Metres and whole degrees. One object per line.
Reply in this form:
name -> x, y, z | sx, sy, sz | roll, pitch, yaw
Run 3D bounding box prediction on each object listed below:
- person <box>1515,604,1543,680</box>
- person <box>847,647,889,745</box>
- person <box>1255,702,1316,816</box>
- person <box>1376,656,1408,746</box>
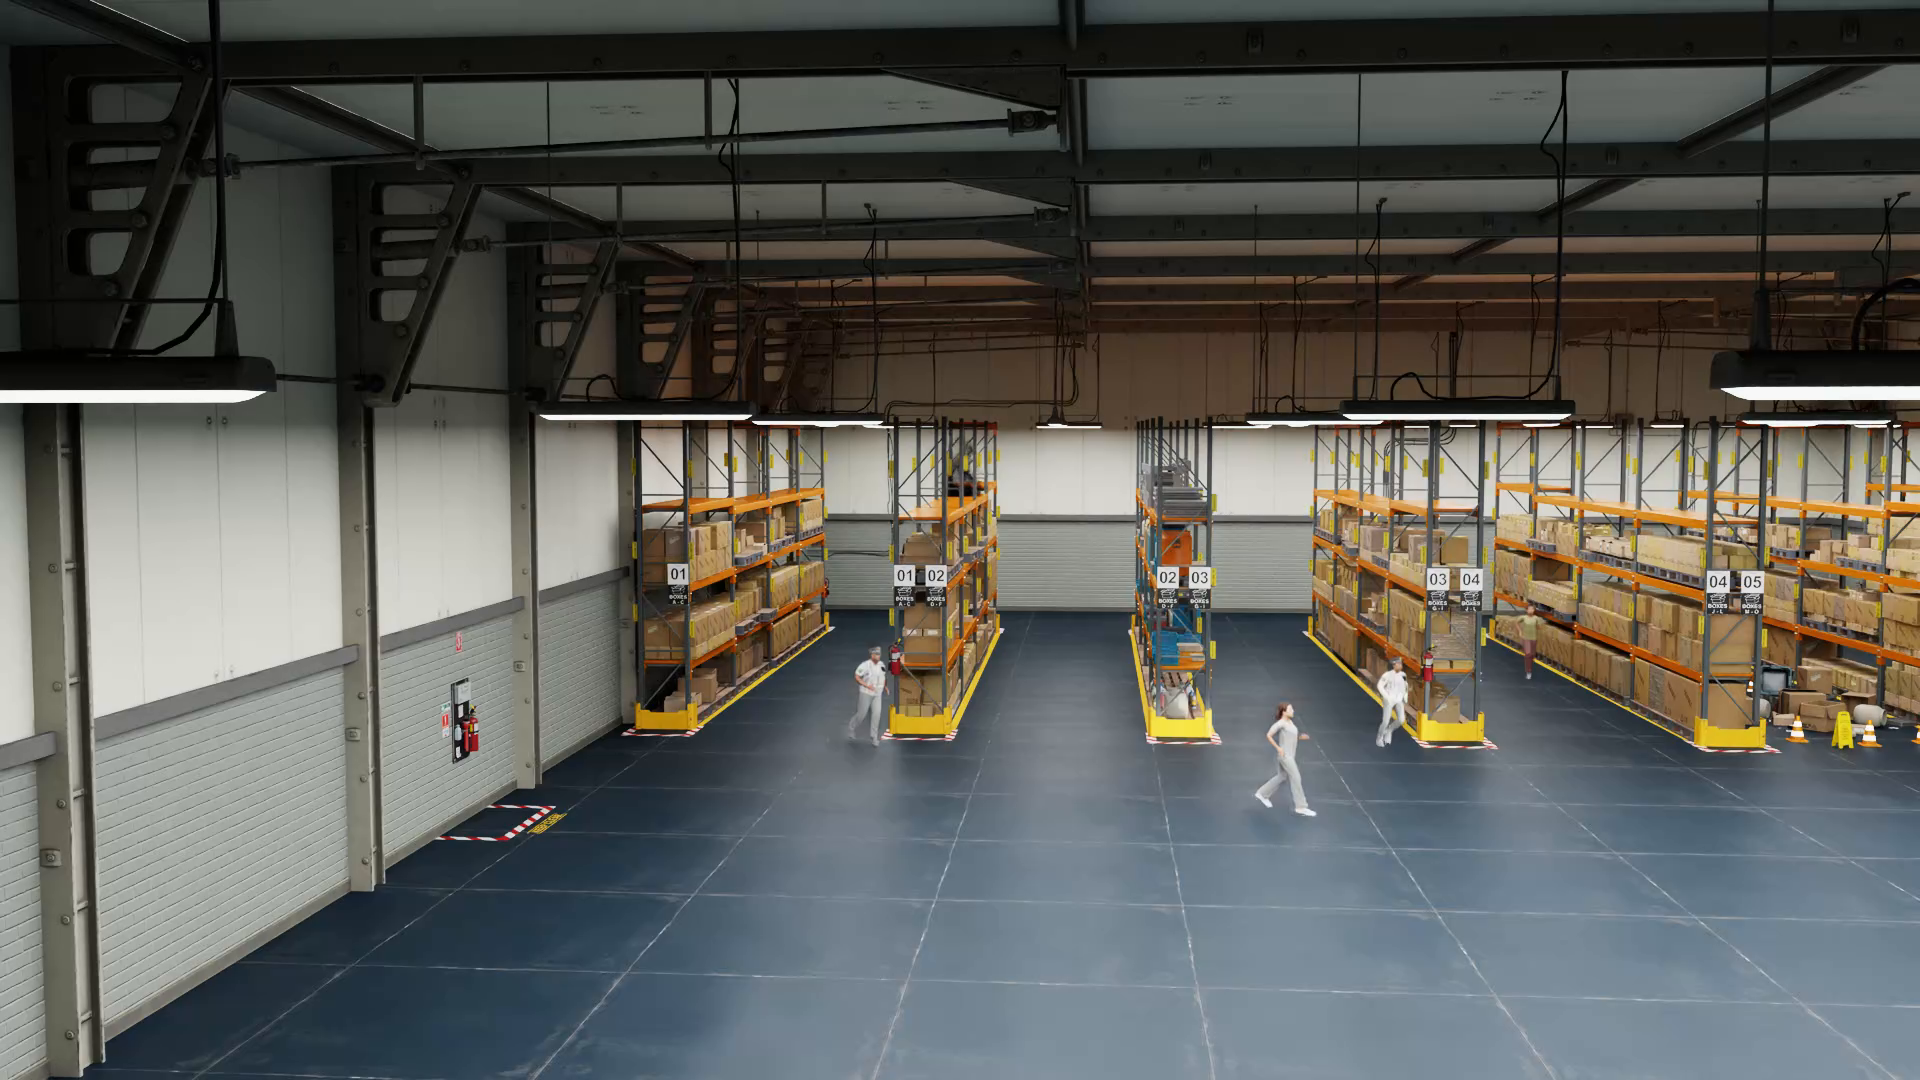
person -> 13.262, 2.350, 38.715 | 0.561, 1.717, 0.731 | 0, 4, 3
person -> -1.609, 2.838, 30.633 | 0.735, 1.760, 0.901 | -3, 5, -34
person -> 4.862, 3.239, 24.820 | 0.960, 1.665, 0.560 | 2, 4, 26
person -> 7.914, 2.929, 30.242 | 0.675, 1.635, 0.533 | -1, 4, -12
